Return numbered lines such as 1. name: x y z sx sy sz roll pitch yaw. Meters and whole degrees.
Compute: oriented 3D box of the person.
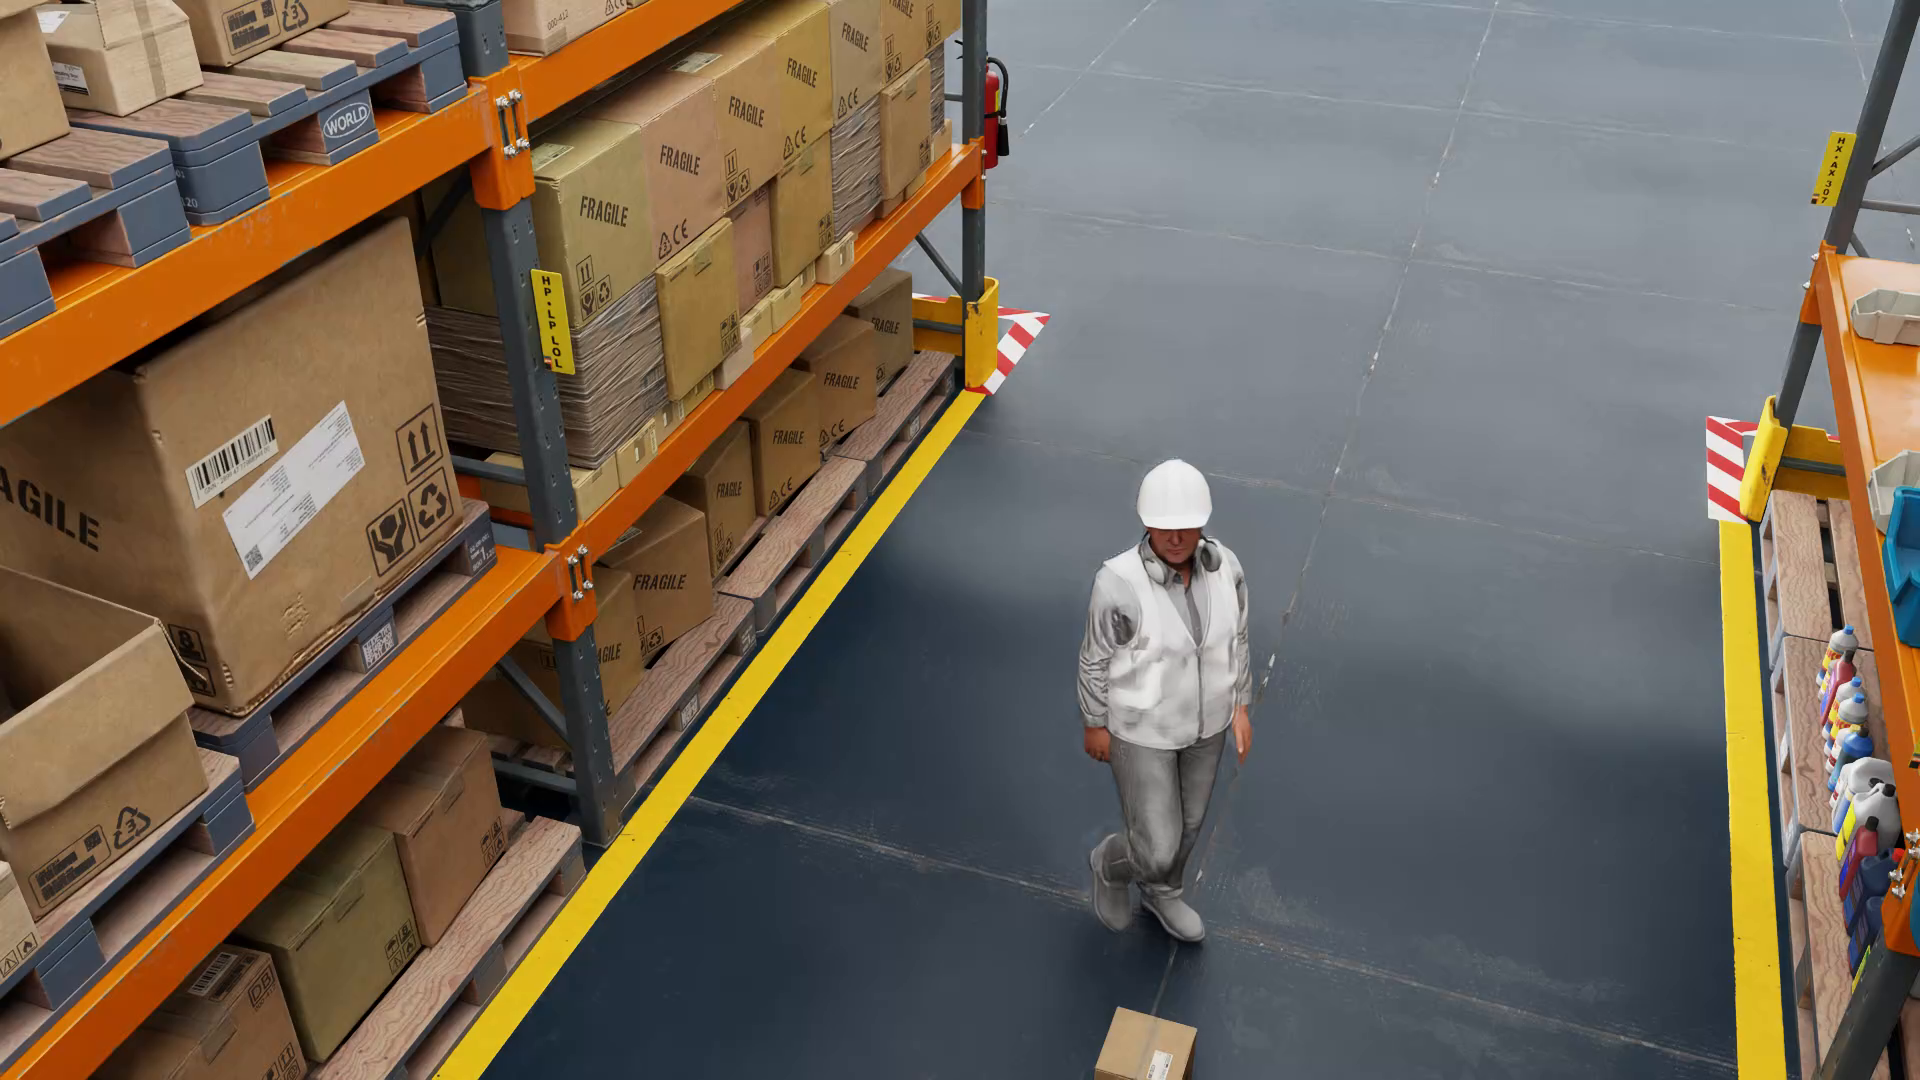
1. person: 0.667 0.573 5.203 0.551 1.768 0.462 -17 37 -24
